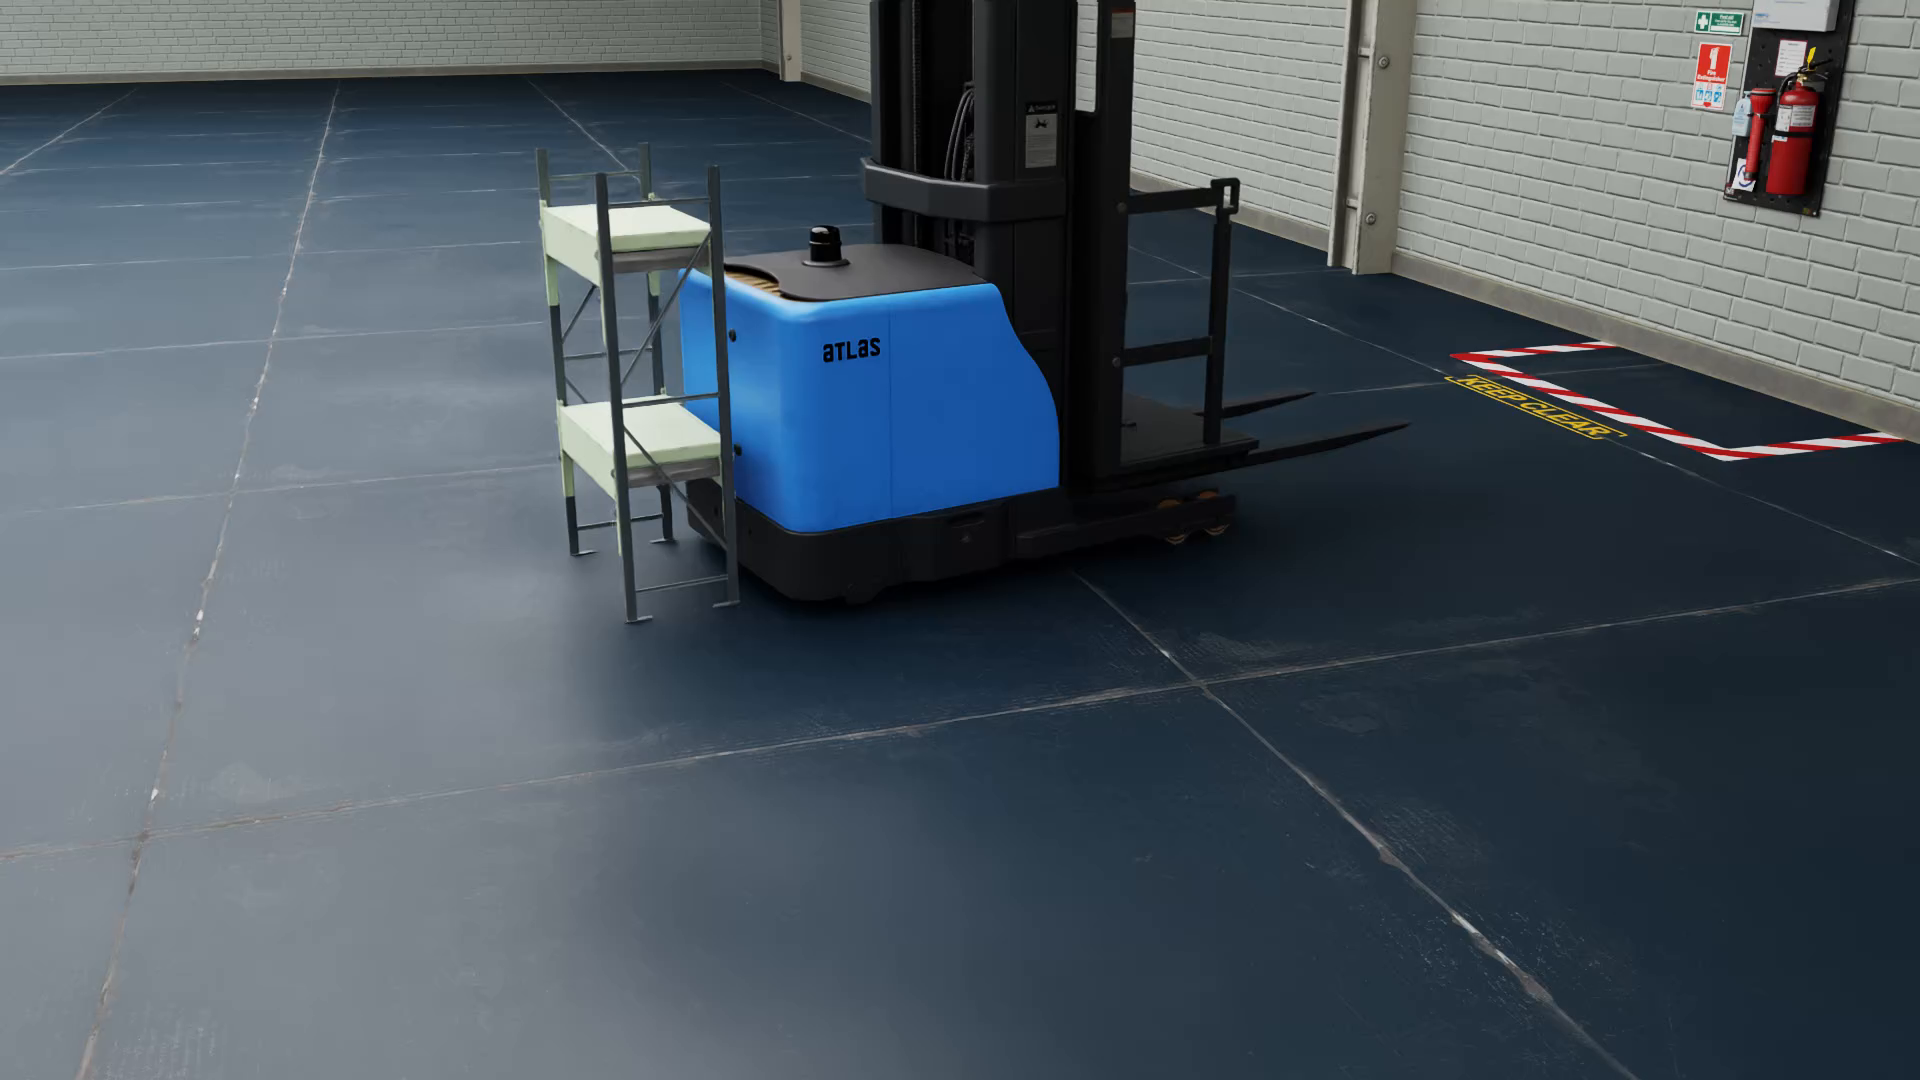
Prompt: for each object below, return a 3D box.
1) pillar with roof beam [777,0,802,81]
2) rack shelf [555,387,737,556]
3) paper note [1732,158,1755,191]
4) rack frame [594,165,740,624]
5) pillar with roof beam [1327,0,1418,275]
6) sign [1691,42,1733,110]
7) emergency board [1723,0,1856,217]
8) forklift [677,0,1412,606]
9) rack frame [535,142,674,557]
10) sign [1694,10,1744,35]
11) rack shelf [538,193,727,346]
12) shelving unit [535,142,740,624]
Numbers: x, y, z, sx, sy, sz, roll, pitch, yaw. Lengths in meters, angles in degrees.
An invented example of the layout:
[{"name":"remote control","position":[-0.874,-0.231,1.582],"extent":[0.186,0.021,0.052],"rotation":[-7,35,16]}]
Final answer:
[{"name":"pillar with roof beam","position":[-6.912,-11.475,25.053],"extent":[9.100,9.000,0.400],"rotation":[-6,21,-17]},{"name":"rack shelf","position":[-1.118,-0.258,5.881],"extent":[0.431,0.370,0.720],"rotation":[-10,22,-26]},{"name":"paper note","position":[3.988,-1.854,8.445],"extent":[0.016,0.148,0.142],"rotation":[-6,21,-17]},{"name":"rack frame","position":[-0.950,-0.455,5.465],"extent":[0.400,1.500,0.023],"rotation":[-10,22,-26]},{"name":"pillar with roof beam","position":[-1.254,-5.699,8.971],"extent":[9.100,9.000,0.400],"rotation":[-6,21,-17]},{"name":"sign","position":[3.902,-2.410,8.636],"extent":[0.001,0.329,0.234],"rotation":[-6,21,-17]},{"name":"emergency board","position":[3.978,-2.205,8.117],"extent":[0.194,1.169,0.643],"rotation":[-6,21,-17]},{"name":"forklift","position":[0.482,-1.507,6.276],"extent":[3.031,2.935,1.130],"rotation":[-12,23,-29]},{"name":"rack frame","position":[-1.286,-0.675,6.077],"extent":[0.400,1.500,0.023],"rotation":[-10,22,-26]},{"name":"sign","position":[3.895,-2.657,8.540],"extent":[0.001,0.109,0.331],"rotation":[-6,21,-17]},{"name":"rack shelf","position":[-1.118,-0.933,5.639],"extent":[0.431,0.370,0.720],"rotation":[-10,22,-26]},{"name":"shelving unit","position":[-1.118,-0.565,5.771],"extent":[0.431,1.500,0.755],"rotation":[-10,22,-26]}]
